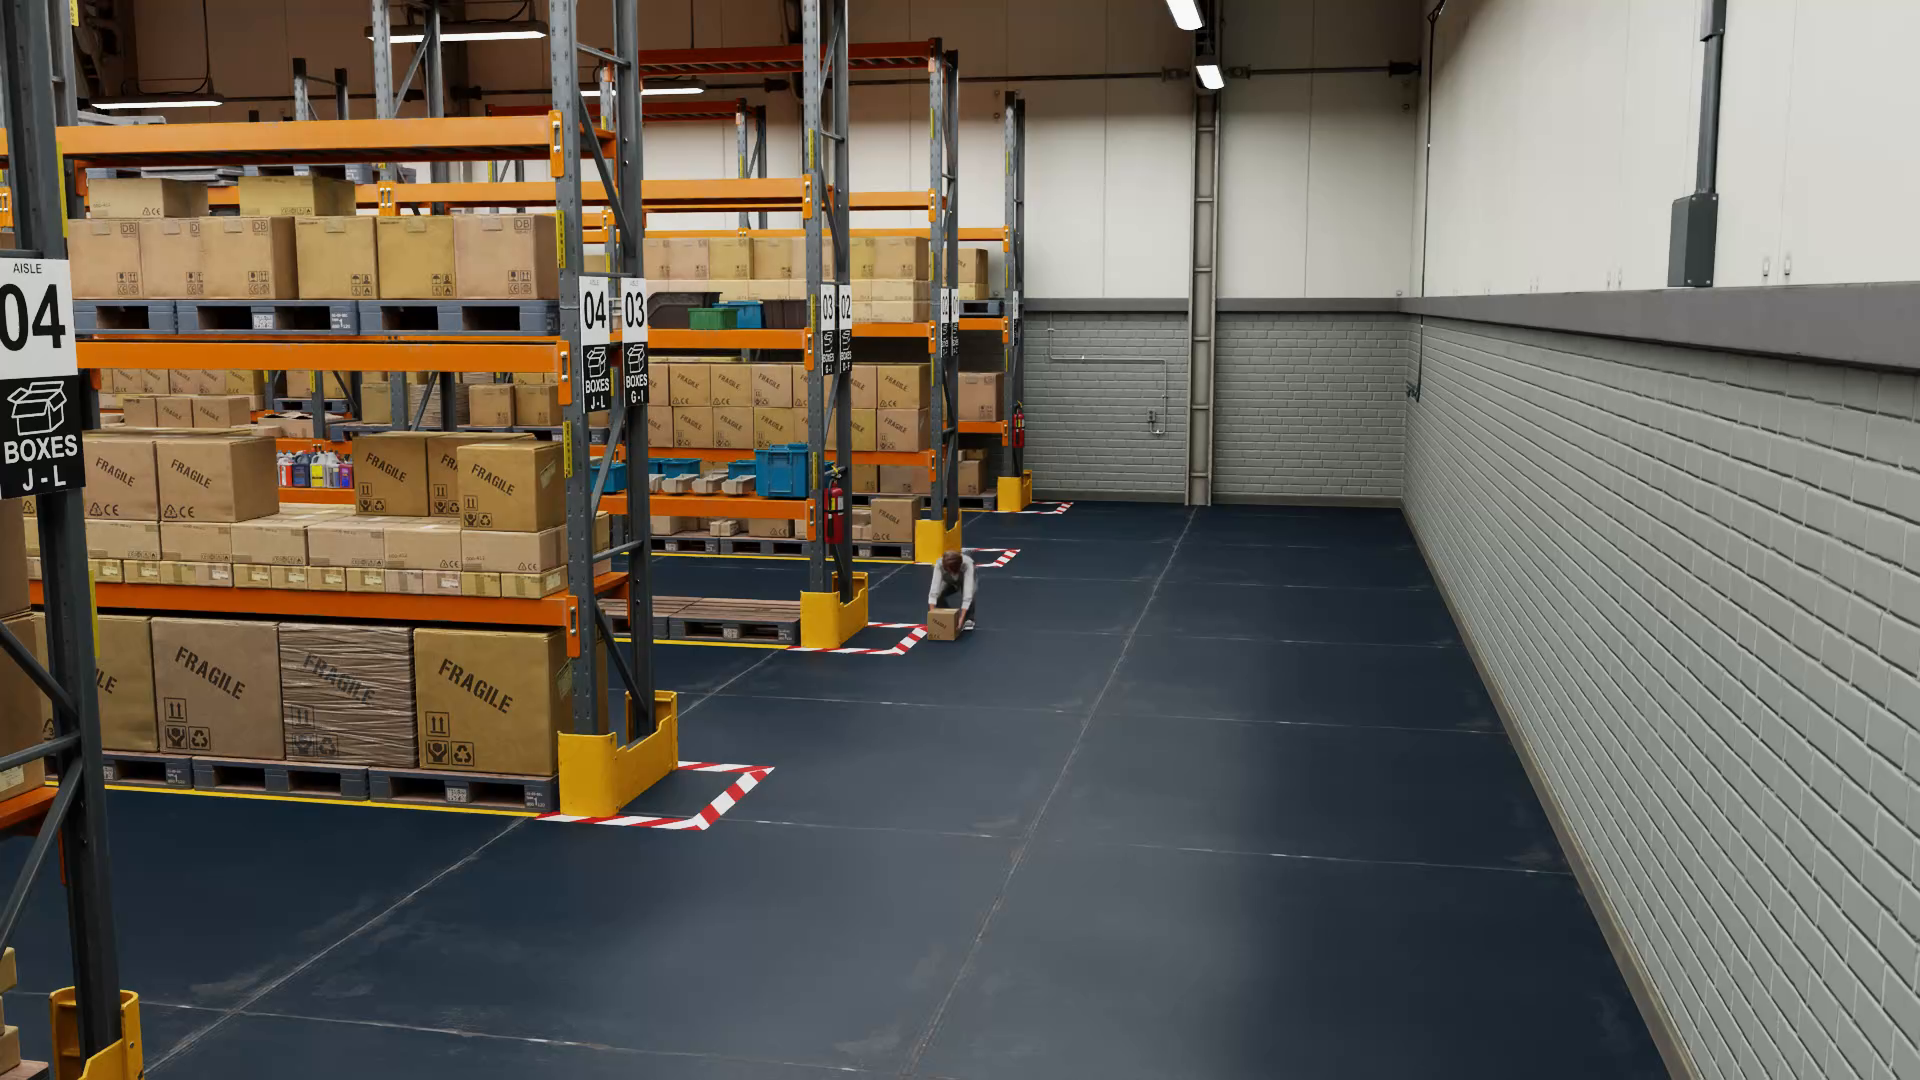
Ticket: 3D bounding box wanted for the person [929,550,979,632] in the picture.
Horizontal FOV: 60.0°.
[{"bbox_3d":[-0.055,0.455,15.506,0.432,0.802,0.782,2,8,15],"label":"person"}]
